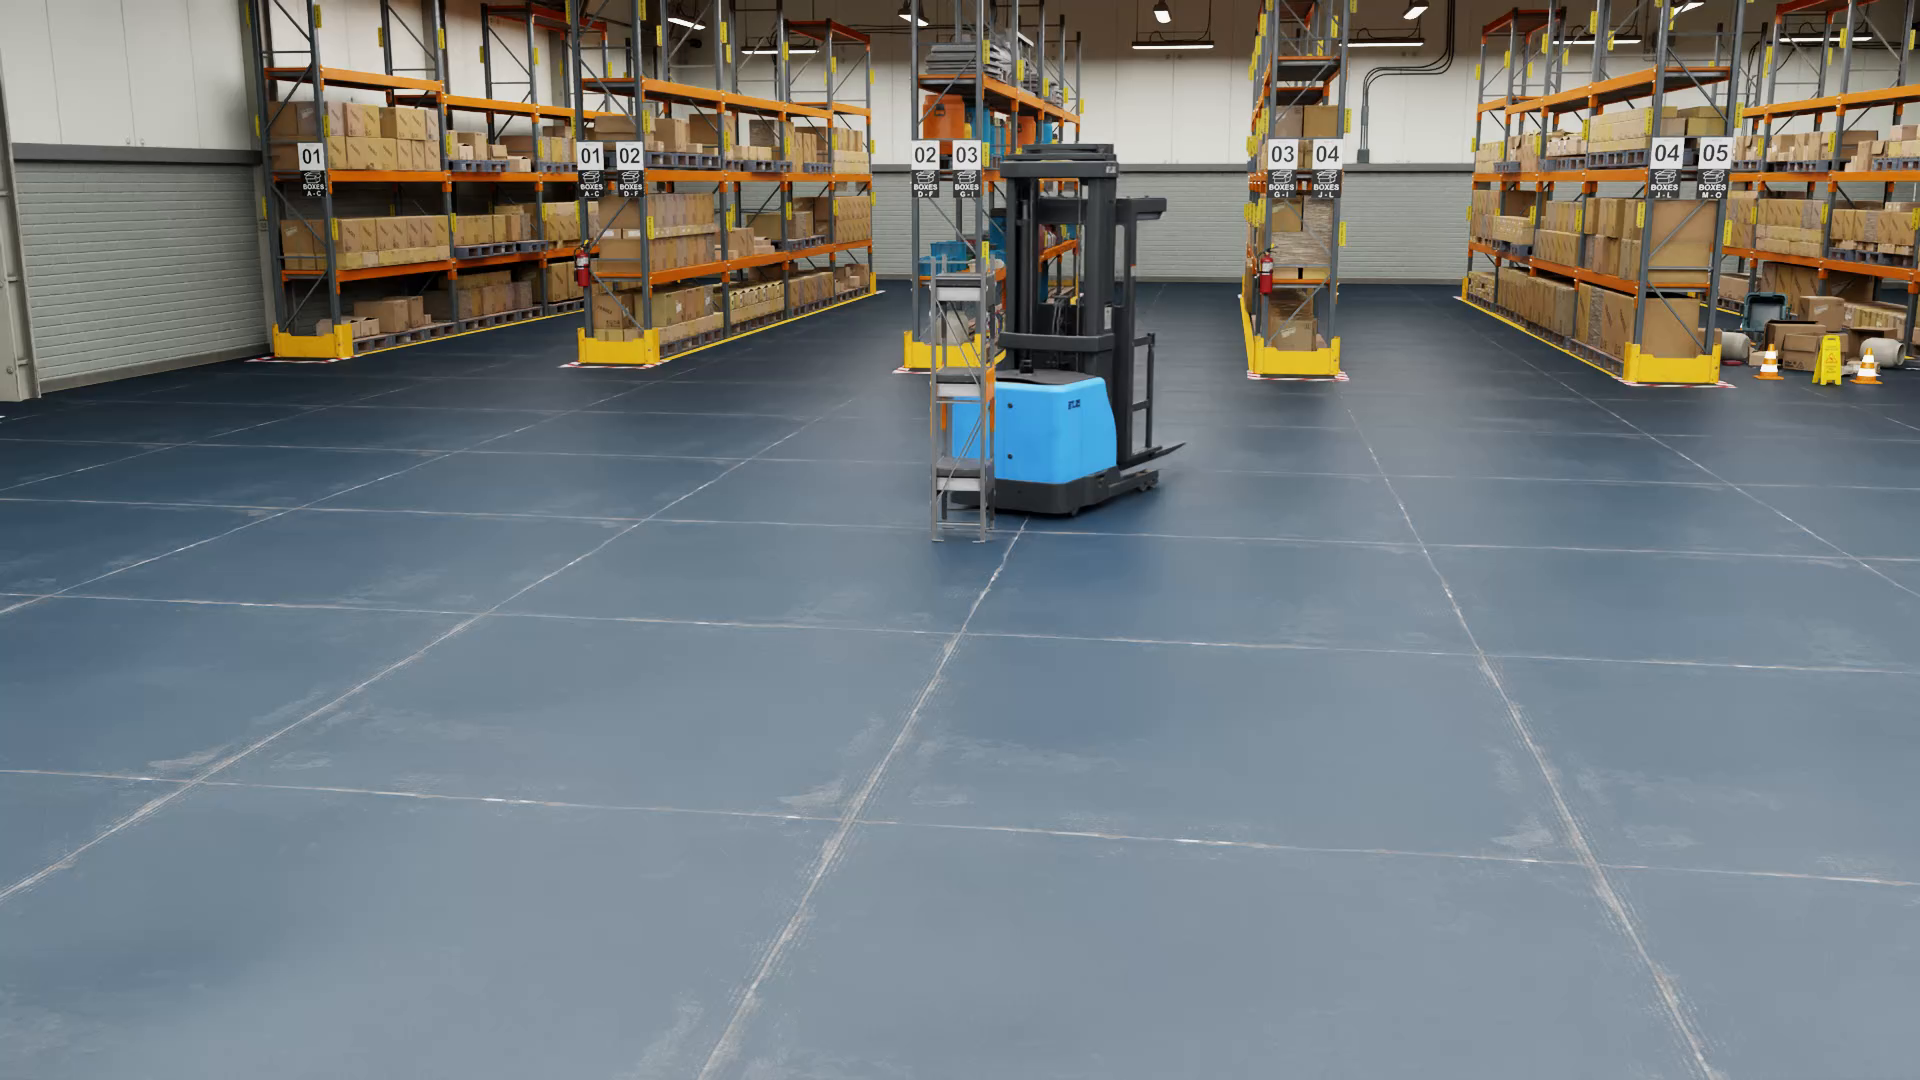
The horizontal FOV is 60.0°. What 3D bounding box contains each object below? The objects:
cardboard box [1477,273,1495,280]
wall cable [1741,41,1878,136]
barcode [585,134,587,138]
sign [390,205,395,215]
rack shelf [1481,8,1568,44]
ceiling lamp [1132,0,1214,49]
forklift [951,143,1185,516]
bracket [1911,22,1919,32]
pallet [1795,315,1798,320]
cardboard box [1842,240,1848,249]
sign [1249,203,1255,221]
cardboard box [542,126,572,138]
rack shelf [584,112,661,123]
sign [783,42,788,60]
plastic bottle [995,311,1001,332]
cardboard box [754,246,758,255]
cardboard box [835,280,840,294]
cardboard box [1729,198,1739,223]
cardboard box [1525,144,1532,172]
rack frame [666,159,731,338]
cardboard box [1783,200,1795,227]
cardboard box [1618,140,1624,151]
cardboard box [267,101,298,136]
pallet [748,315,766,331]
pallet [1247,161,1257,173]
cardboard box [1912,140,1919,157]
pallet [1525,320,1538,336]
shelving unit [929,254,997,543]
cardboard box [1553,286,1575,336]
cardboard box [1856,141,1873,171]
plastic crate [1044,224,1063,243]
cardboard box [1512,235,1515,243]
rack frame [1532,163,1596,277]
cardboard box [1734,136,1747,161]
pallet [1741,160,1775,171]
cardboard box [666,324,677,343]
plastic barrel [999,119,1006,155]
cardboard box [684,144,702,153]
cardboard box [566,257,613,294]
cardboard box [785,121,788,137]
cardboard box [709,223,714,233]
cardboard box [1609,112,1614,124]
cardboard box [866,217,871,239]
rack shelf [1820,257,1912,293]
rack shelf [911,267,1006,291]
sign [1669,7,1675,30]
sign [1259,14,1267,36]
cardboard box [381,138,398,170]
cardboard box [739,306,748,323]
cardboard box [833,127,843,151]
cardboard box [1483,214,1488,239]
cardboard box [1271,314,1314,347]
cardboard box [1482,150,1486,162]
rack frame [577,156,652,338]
[{"bbox_3d":[11.596,-5.792,36.609,0.380,0.149,0.250,1,12,6],"label":"cardboard box"},{"bbox_3d":[21.050,-10.834,41.314,2.988,3.039,0.133,2,12,9],"label":"wall cable"},{"bbox_3d":[-5.506,-5.953,24.499,0.001,0.075,0.075,2,12,9],"label":"barcode"},{"bbox_3d":[-9.905,-5.700,29.075,0.100,0.325,0.005,2,12,9],"label":"sign"},{"bbox_3d":[11.750,-10.741,34.792,1.077,0.370,4.000,2,12,9],"label":"rack shelf"},{"bbox_3d":[5.180,-13.557,40.186,2.000,3.185,0.800,2,12,9],"label":"ceiling lamp"},{"bbox_3d":[1.087,-1.891,14.311,1.130,2.935,3.031,7,14,29],"label":"forklift"},{"bbox_3d":[23.252,-12.468,40.443,0.235,0.232,0.430,2,12,9],"label":"bracket"},{"bbox_3d":[15.930,-3.946,30.301,1.003,0.211,1.213,2,12,9],"label":"pallet"},{"bbox_3d":[15.336,-5.055,28.427,0.380,0.149,0.250,1,12,5],"label":"cardboard box"},{"bbox_3d":[5.393,-6.051,30.705,0.100,0.325,0.005,2,12,9],"label":"sign"},{"bbox_3d":[-8.461,-8.585,35.027,0.500,0.250,0.500,1,12,7],"label":"cardboard box"},{"bbox_3d":[-7.818,-9.584,38.262,1.077,0.370,4.000,2,12,9],"label":"rack shelf"},{"bbox_3d":[-3.297,-9.239,31.413,0.100,0.325,0.005,2,12,9],"label":"sign"},{"bbox_3d":[0.589,-3.533,27.010,0.144,0.351,0.185,1,12,6],"label":"plastic bottle"},{"bbox_3d":[-3.986,-5.400,31.026,0.380,0.149,0.250,3,12,13],"label":"cardboard box"},{"bbox_3d":[-2.952,-5.604,36.713,0.500,0.311,0.500,2,12,9],"label":"cardboard box"},{"bbox_3d":[16.304,-6.836,34.484,0.500,0.500,0.500,2,12,9],"label":"cardboard box"},{"bbox_3d":[10.728,-7.033,30.651,0.500,0.500,0.500,2,12,9],"label":"cardboard box"},{"bbox_3d":[-4.461,-4.957,28.376,1.000,3.000,0.127,2,12,9],"label":"rack frame"},{"bbox_3d":[15.794,-6.116,31.143,0.500,0.500,0.500,2,12,8],"label":"cardboard box"},{"bbox_3d":[9.509,-5.563,23.431,0.380,0.149,0.250,2,12,9],"label":"cardboard box"},{"bbox_3d":[-10.164,-6.396,25.275,0.500,0.500,0.500,2,12,11],"label":"cardboard box"},{"bbox_3d":[-4.201,-4.003,30.569,1.003,0.211,1.213,2,12,9],"label":"pallet"},{"bbox_3d":[5.989,-6.978,31.080,1.213,0.211,1.003,2,12,11],"label":"pallet"},{"bbox_3d":[15.066,-6.039,25.634,0.500,0.250,0.500,2,12,8],"label":"cardboard box"},{"bbox_3d":[10.632,-3.762,29.447,1.003,0.211,1.213,2,12,9],"label":"pallet"},{"bbox_3d":[0.025,-1.061,12.432,0.431,2.100,0.503,2,12,9],"label":"shelving unit"},{"bbox_3d":[10.219,-3.691,26.845,1.050,0.750,0.750,2,12,8],"label":"cardboard box"},{"bbox_3d":[15.578,-6.465,28.016,0.700,0.500,0.500,2,12,9],"label":"cardboard box"},{"bbox_3d":[2.048,-6.700,36.167,0.402,0.464,0.583,2,12,9],"label":"plastic crate"},{"bbox_3d":[10.570,-5.643,31.159,0.380,0.149,0.250,2,12,8],"label":"cardboard box"},{"bbox_3d":[10.827,-5.286,29.903,1.000,3.000,0.127,2,12,9],"label":"rack frame"},{"bbox_3d":[16.506,-8.167,34.678,0.500,0.500,0.500,2,12,10],"label":"cardboard box"},{"bbox_3d":[16.485,-7.573,33.602,1.003,0.211,1.213,2,12,9],"label":"pallet"},{"bbox_3d":[-4.701,-3.194,25.726,0.500,0.250,0.500,2,12,9],"label":"cardboard box"},{"bbox_3d":[0.498,-6.893,29.046,0.600,0.901,0.708,2,12,9],"label":"plastic barrel"},{"bbox_3d":[-4.377,-6.315,26.821,0.380,0.149,0.250,2,12,9],"label":"cardboard box"},{"bbox_3d":[-8.098,-5.797,36.379,0.750,0.750,0.750,2,12,9],"label":"cardboard box"},{"bbox_3d":[-3.694,-7.991,32.721,0.500,0.500,0.500,2,12,9],"label":"cardboard box"},{"bbox_3d":[-4.331,-5.208,27.764,0.380,0.149,0.250,2,12,7],"label":"cardboard box"},{"bbox_3d":[9.626,-6.112,24.081,0.380,0.149,0.250,2,12,9],"label":"cardboard box"},{"bbox_3d":[-2.415,-7.402,39.483,0.500,0.500,0.500,2,12,10],"label":"cardboard box"},{"bbox_3d":[15.426,-4.379,27.401,1.077,0.370,4.000,2,12,9],"label":"rack shelf"},{"bbox_3d":[0.125,-4.028,25.771,1.077,0.370,4.000,2,12,9],"label":"rack shelf"},{"bbox_3d":[10.757,-7.897,25.185,0.100,0.325,0.005,2,12,9],"label":"sign"},{"bbox_3d":[4.778,-8.119,26.214,0.100,0.325,0.005,2,12,9],"label":"sign"},{"bbox_3d":[-9.418,-6.202,26.746,0.500,0.500,0.500,3,12,12],"label":"cardboard box"},{"bbox_3d":[-4.074,-4.001,29.467,0.500,0.250,0.500,2,12,10],"label":"cardboard box"},{"bbox_3d":[-2.977,-8.829,36.608,0.700,0.500,0.500,2,12,9],"label":"cardboard box"},{"bbox_3d":[11.397,-6.635,35.216,0.500,0.500,0.500,2,12,8],"label":"cardboard box"},{"bbox_3d":[4.882,-3.041,24.422,0.500,0.500,0.500,5,13,23],"label":"cardboard box"},{"bbox_3d":[11.565,-8.293,35.902,0.500,0.250,0.500,2,12,9],"label":"cardboard box"},{"bbox_3d":[-5.076,-4.125,24.512,1.000,3.000,0.127,2,12,9],"label":"rack frame"}]
